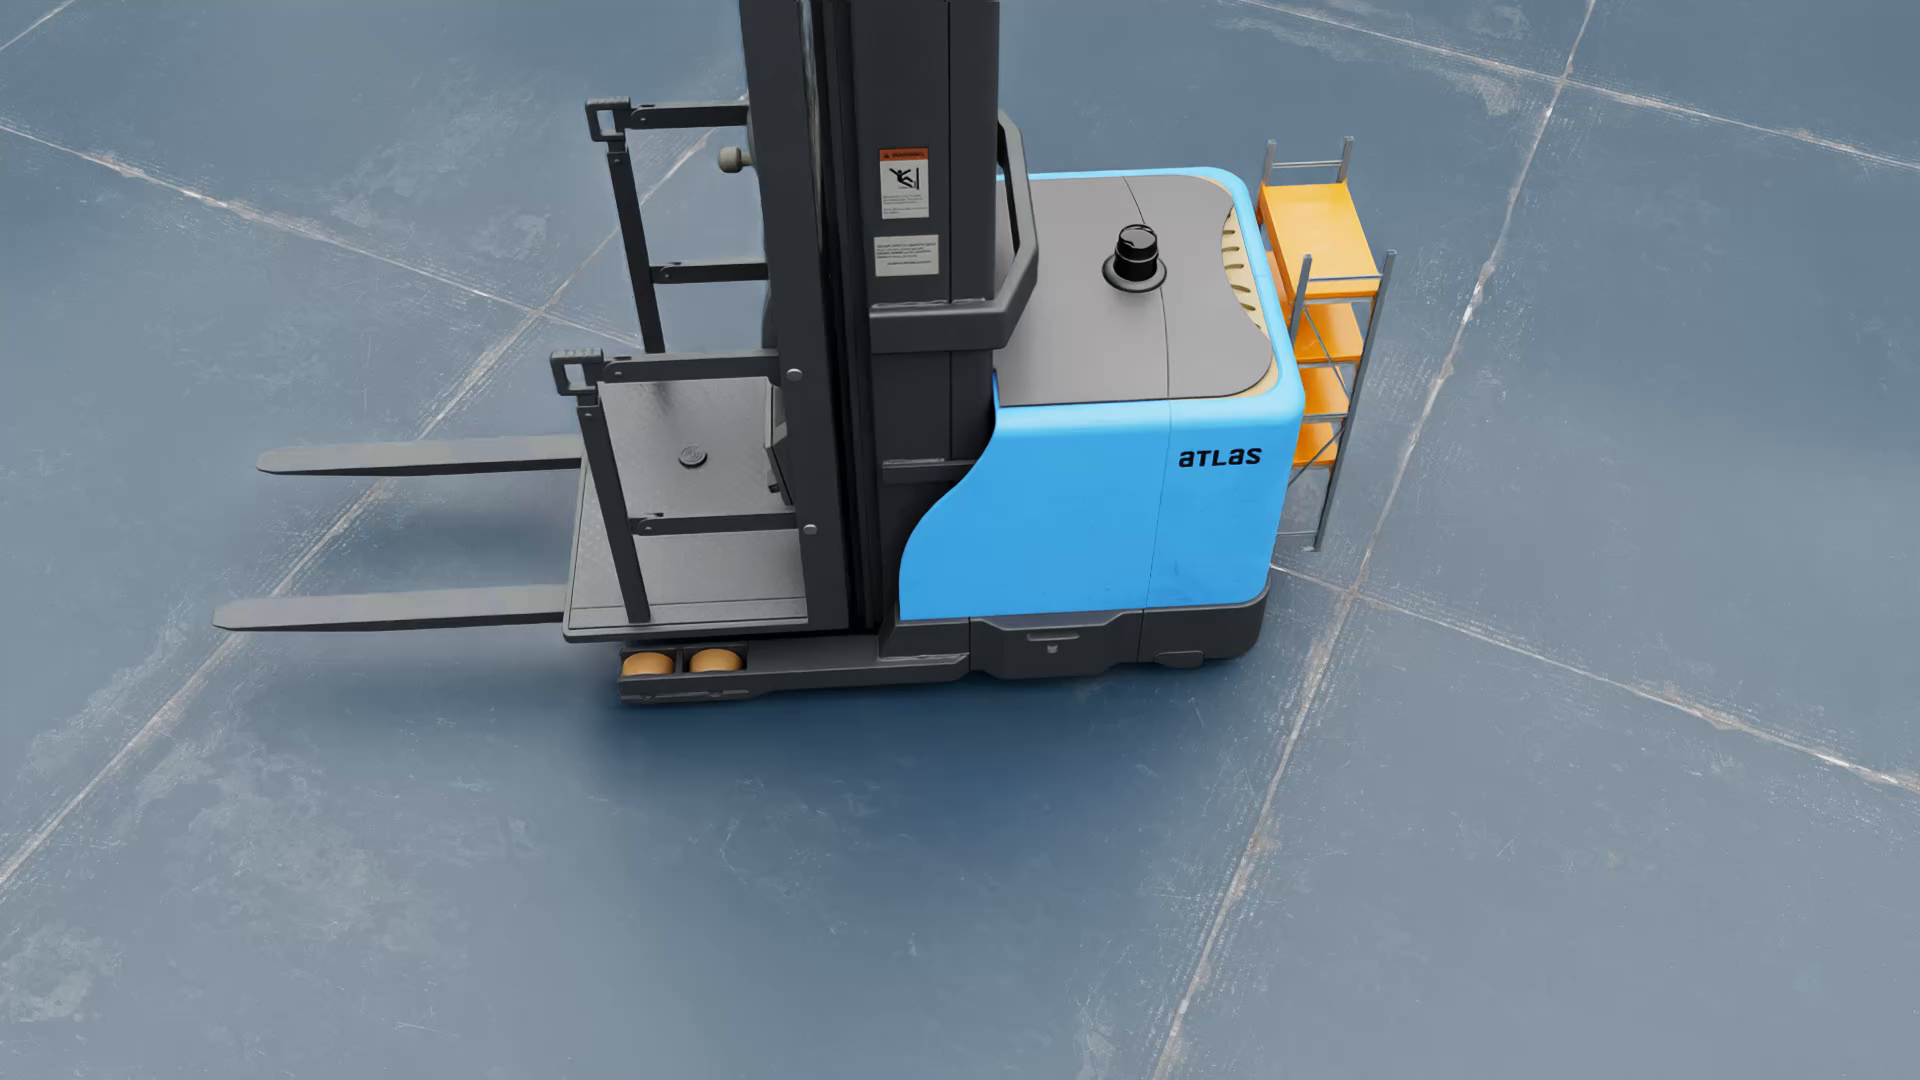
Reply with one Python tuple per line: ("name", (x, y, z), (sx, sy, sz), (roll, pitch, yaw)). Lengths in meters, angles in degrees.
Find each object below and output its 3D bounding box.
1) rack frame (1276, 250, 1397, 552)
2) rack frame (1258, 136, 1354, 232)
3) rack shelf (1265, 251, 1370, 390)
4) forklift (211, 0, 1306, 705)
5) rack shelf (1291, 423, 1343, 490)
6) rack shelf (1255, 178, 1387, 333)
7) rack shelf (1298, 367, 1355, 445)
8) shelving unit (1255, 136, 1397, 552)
("rack frame", (1.011, -0.353, 4.762), (0.240, 1.200, 0.015), (-3, 50, -3))
("rack frame", (0.975, -0.723, 5.078), (0.240, 1.200, 0.015), (-3, 50, -3))
("rack shelf", (0.993, -0.639, 4.801), (0.258, 0.148, 0.480), (-3, 50, -3))
("forklift", (-0.652, -0.890, 4.083), (3.031, 2.935, 1.130), (-3, 50, -2))
("rack shelf", (0.993, -0.366, 5.122), (0.258, 0.148, 0.480), (-3, 50, -3))
("rack shelf", (0.993, -0.793, 4.621), (0.258, 0.148, 0.480), (-3, 50, -3))
("rack shelf", (0.993, -0.494, 4.971), (0.258, 0.148, 0.480), (-3, 50, -3))
("shelving unit", (0.993, -0.538, 4.920), (0.258, 1.200, 0.503), (-3, 50, -3))
